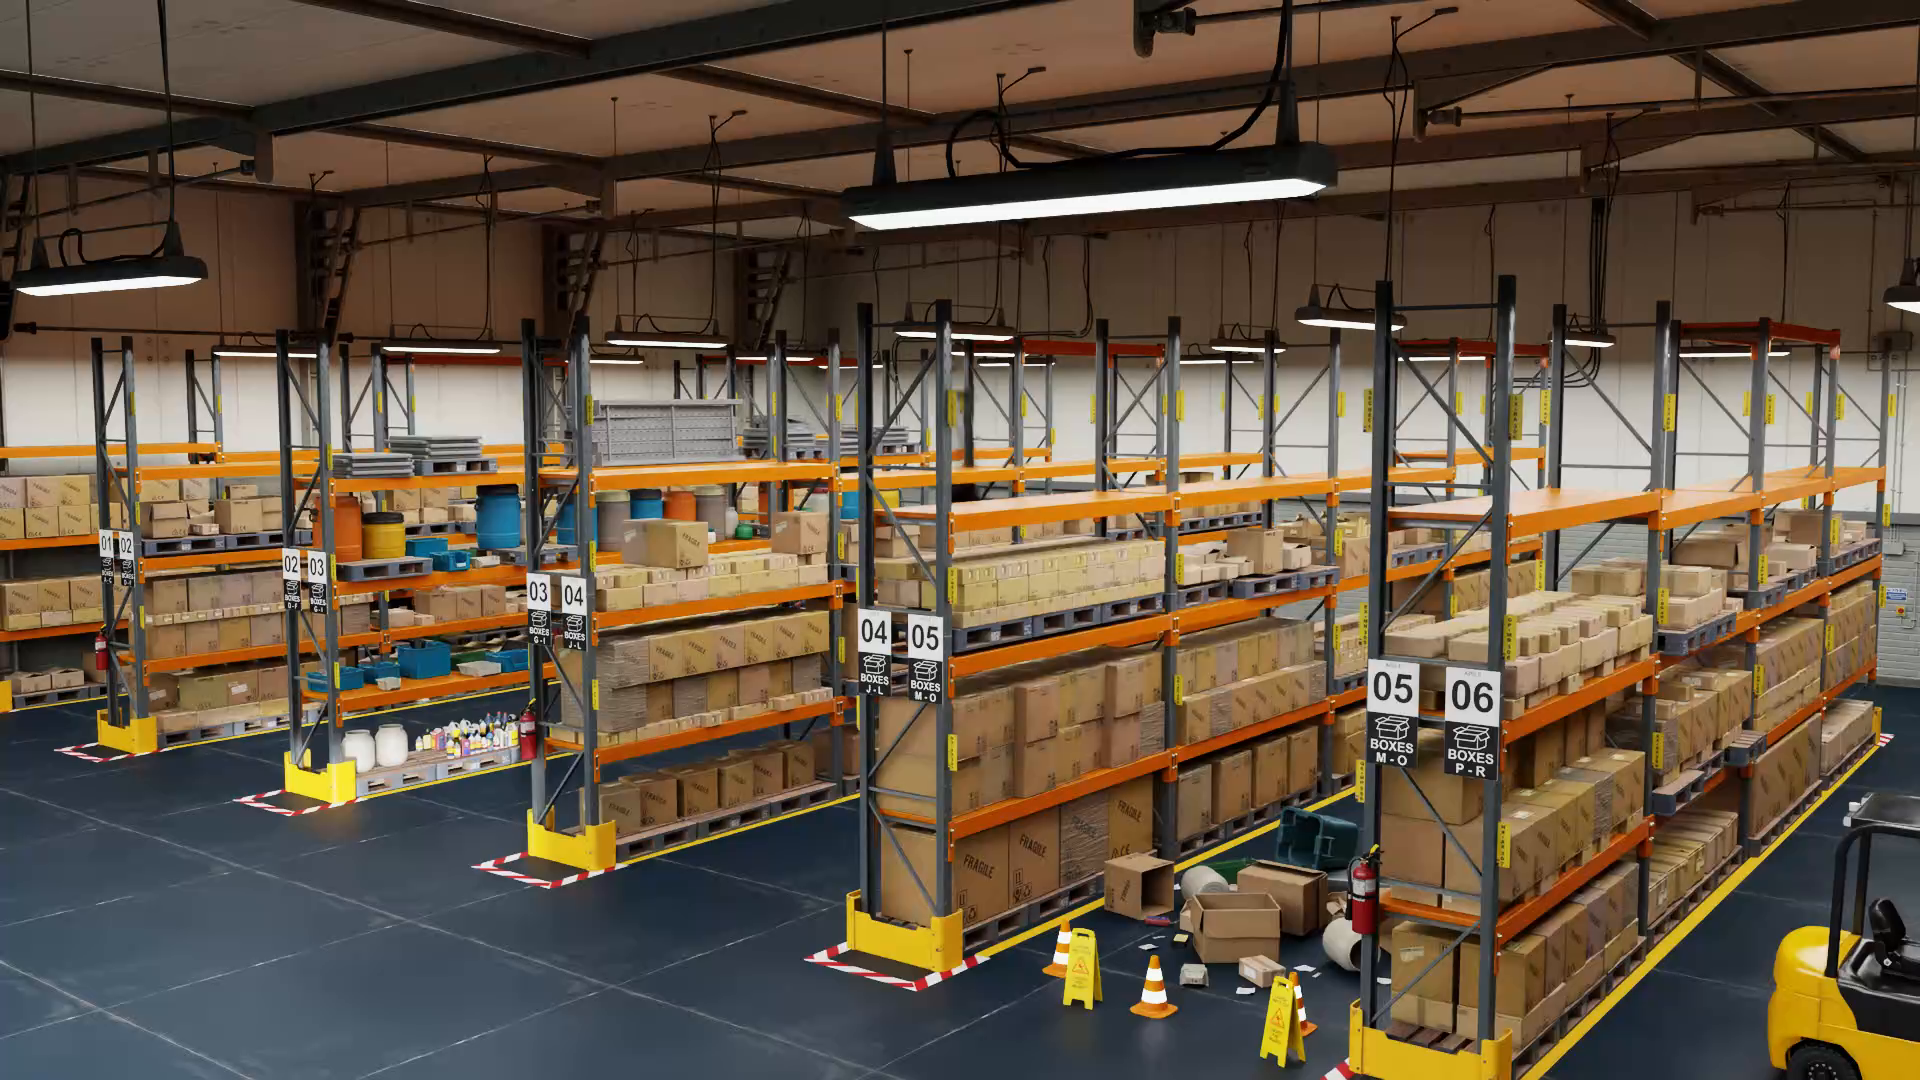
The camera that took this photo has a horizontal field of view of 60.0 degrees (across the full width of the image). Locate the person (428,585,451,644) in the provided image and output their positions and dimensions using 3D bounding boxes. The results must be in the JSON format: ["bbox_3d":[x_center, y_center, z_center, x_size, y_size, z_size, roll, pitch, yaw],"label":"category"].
[{"bbox_3d":[-10.026,1.504,32.144,0.655,1.760,0.656,3,6,30],"label":"person"}]

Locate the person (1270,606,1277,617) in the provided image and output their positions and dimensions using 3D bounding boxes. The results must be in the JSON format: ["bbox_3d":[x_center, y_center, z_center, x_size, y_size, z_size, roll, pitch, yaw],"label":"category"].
[{"bbox_3d":[5.136,1.893,27.746,0.664,1.743,0.556,3,6,31],"label":"person"}]
